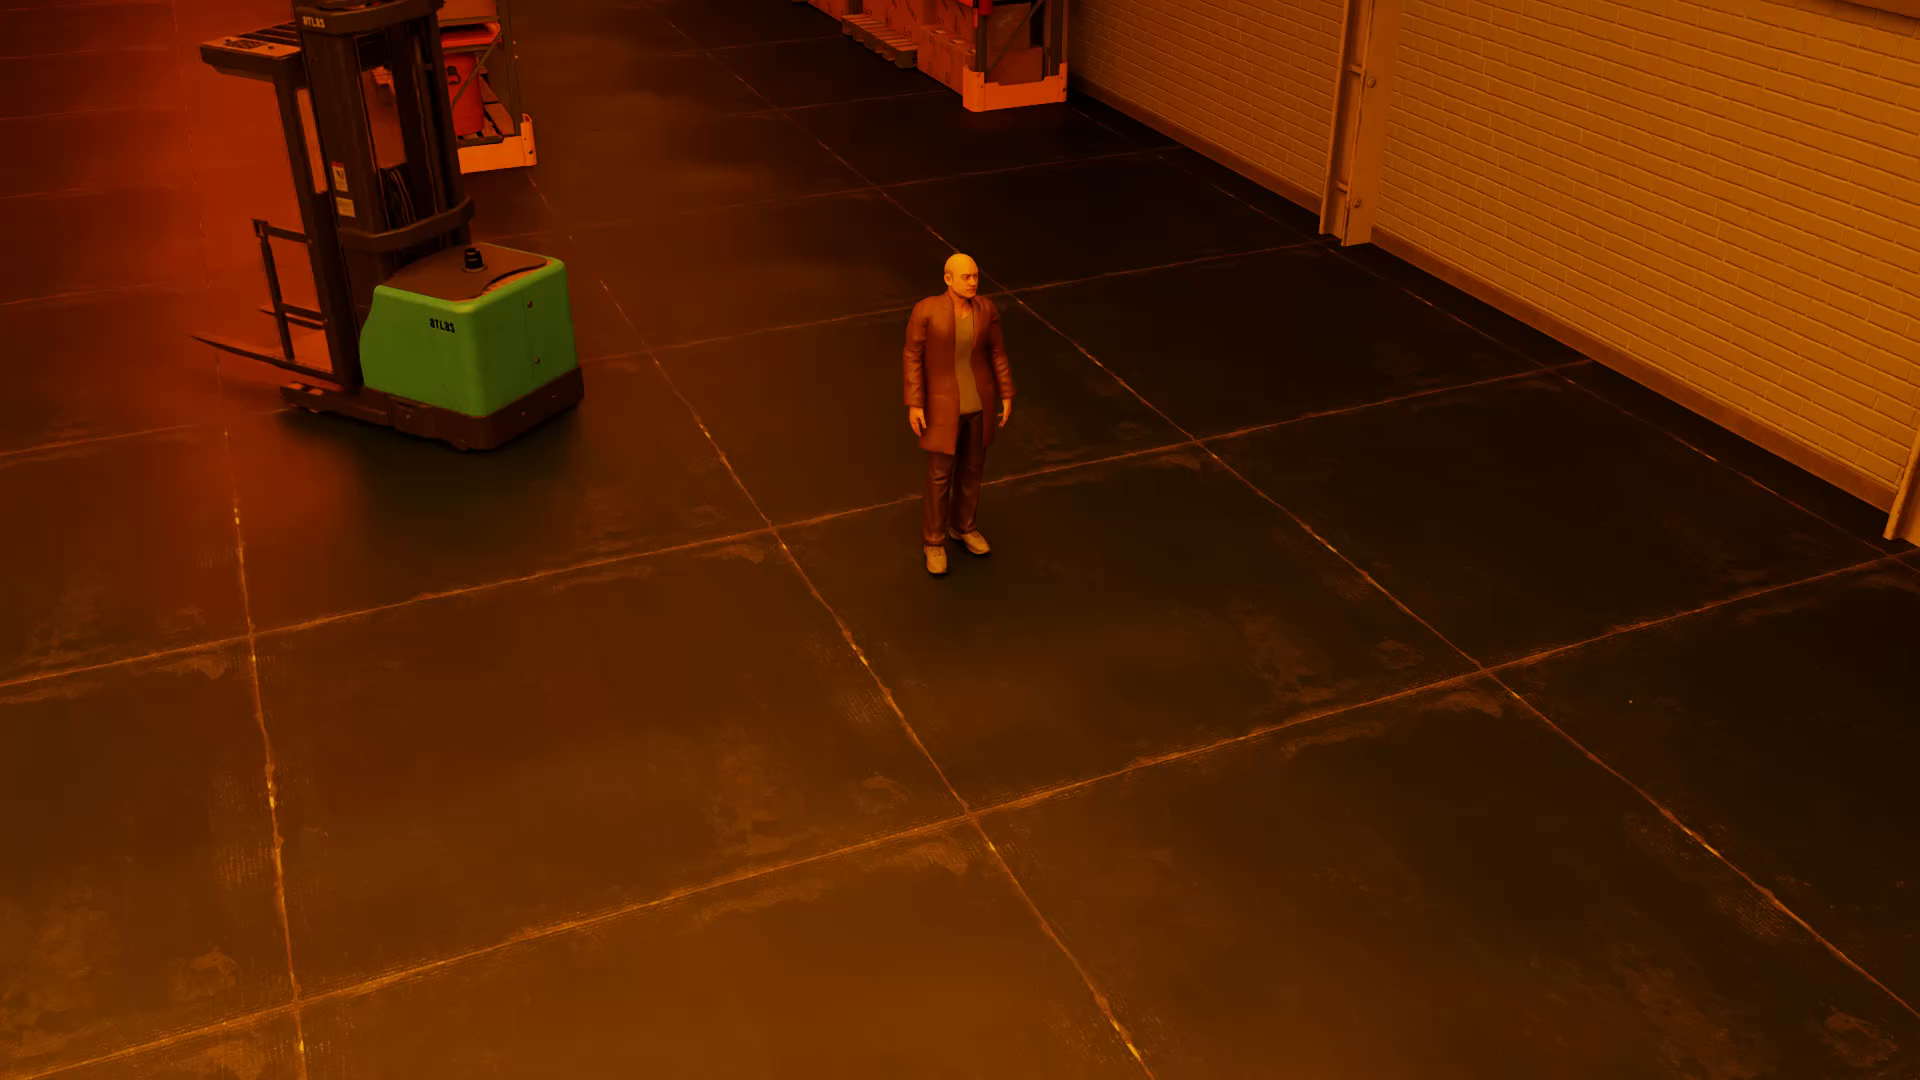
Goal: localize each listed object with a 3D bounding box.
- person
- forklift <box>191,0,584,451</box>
[{"bbox_3d":[0.033,-0.736,9.553,0.698,1.777,0.579,-12,32,-20],"label":"person"},{"bbox_3d":[-4.186,-2.374,11.272,3.031,2.935,1.130,15,33,25],"label":"forklift"}]
